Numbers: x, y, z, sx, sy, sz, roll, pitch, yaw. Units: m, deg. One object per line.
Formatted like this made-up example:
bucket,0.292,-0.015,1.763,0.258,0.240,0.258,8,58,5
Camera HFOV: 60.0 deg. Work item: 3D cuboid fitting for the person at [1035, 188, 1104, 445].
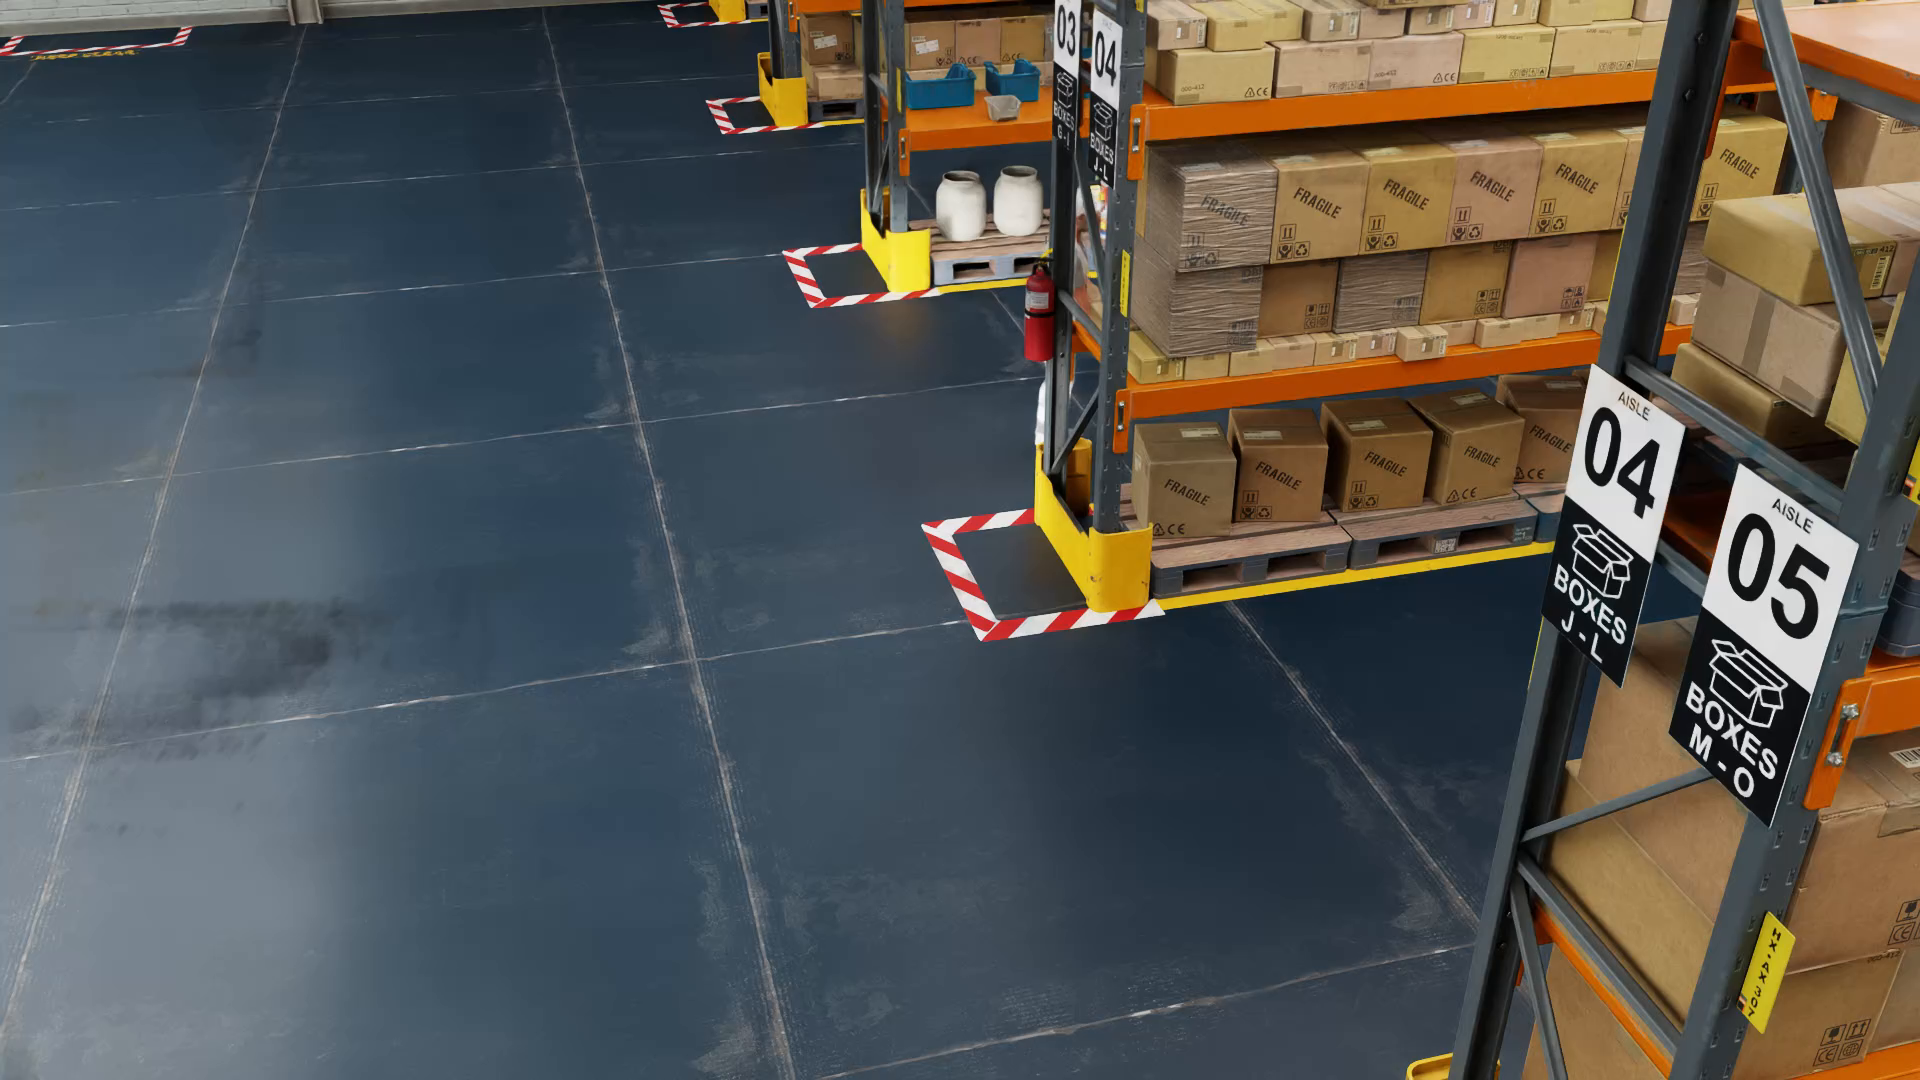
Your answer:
person,0.727,-1.391,10.642,0.583,1.773,0.491,2,30,4
